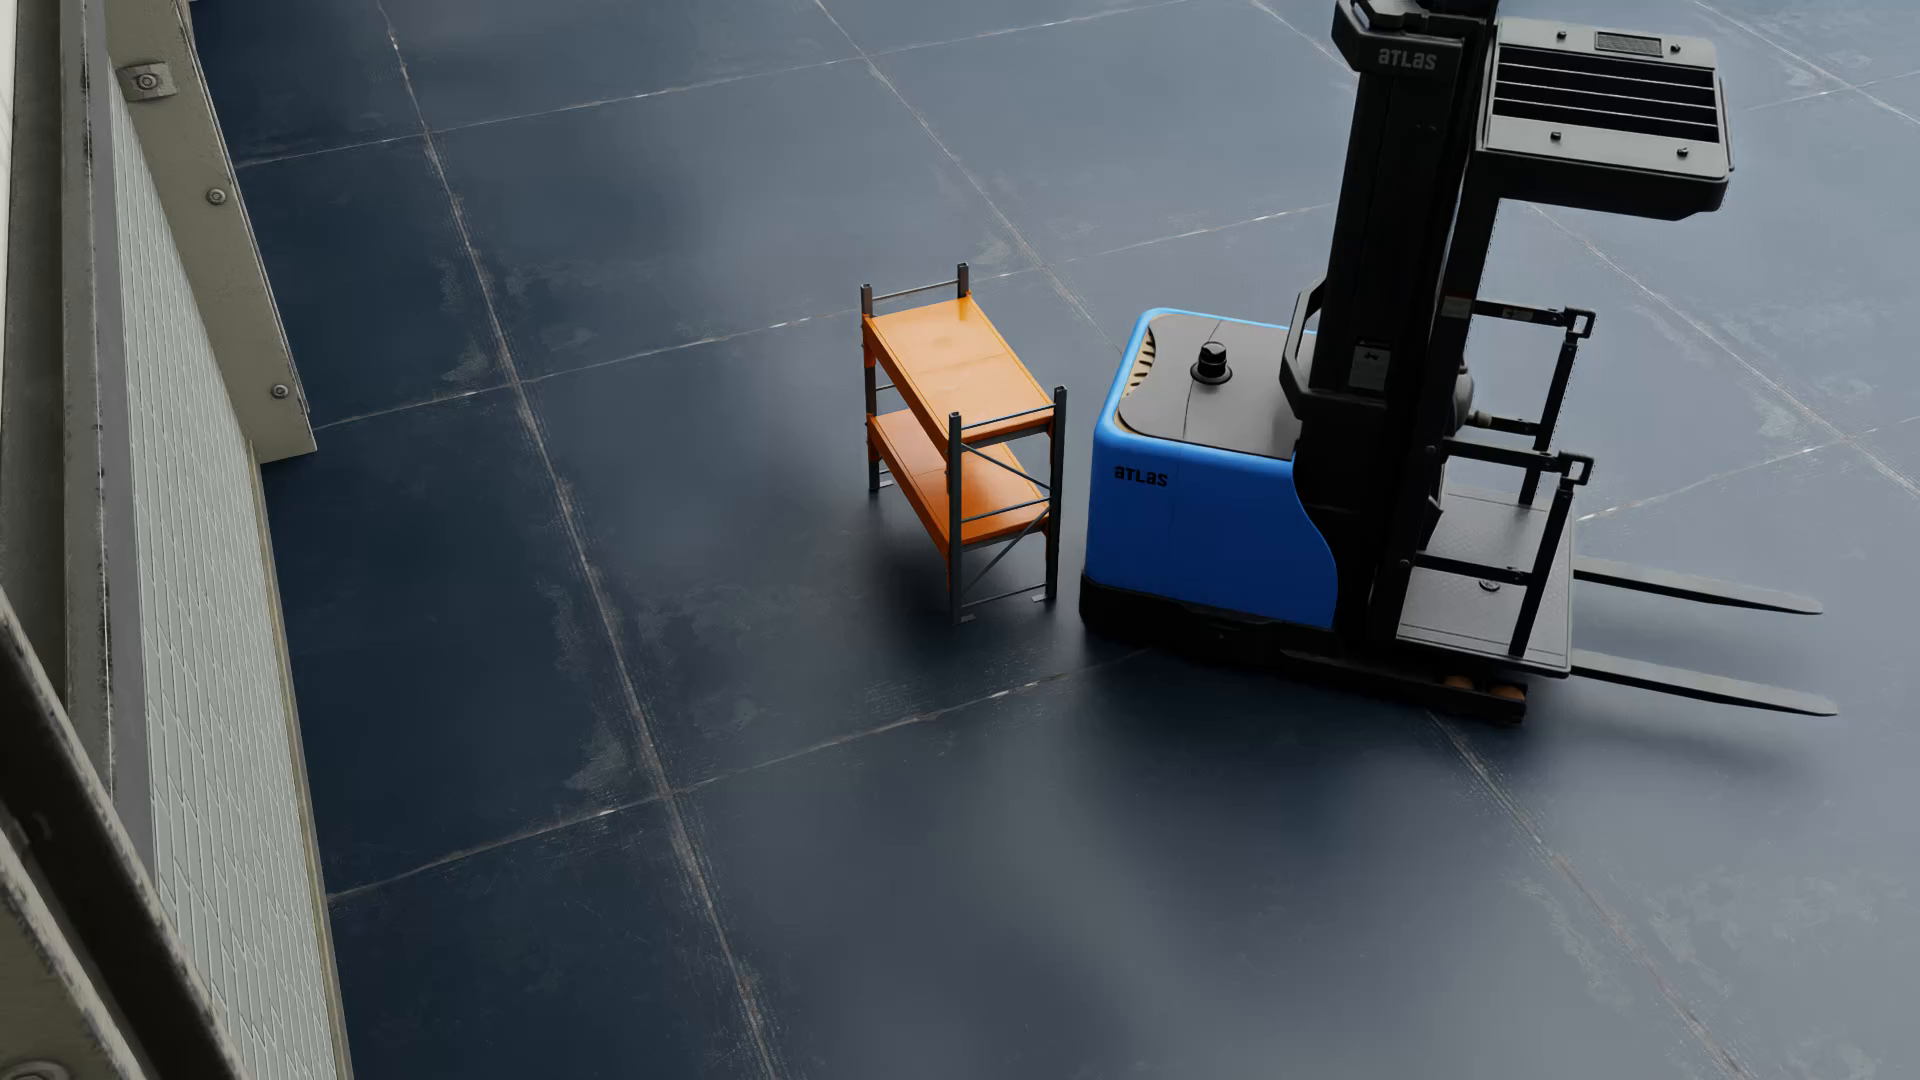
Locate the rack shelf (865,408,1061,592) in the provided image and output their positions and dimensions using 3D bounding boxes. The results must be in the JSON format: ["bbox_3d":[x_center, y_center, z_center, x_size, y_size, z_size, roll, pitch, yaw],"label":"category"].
[{"bbox_3d":[-0.003,-0.245,7.466,0.538,0.278,1.000,-15,43,-17],"label":"rack shelf"}]

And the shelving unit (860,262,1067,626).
[{"bbox_3d":[-0.003,-0.431,7.307,0.538,1.125,1.048,-15,43,-17],"label":"shelving unit"}]

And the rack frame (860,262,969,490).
[{"bbox_3d":[-0.197,-0.737,7.663,0.500,1.125,0.032,-15,43,-17],"label":"rack frame"}]

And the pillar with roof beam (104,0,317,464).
[{"bbox_3d":[0.597,-5.005,6.588,9.100,9.000,0.400,-15,43,-17],"label":"pillar with roof beam"}]

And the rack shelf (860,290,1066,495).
[{"bbox_3d":[-0.003,-0.652,7.116,0.538,0.278,1.000,-15,43,-17],"label":"rack shelf"}]

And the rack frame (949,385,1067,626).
[{"bbox_3d":[0.192,-0.124,6.950,0.500,1.125,0.032,-15,43,-17],"label":"rack frame"}]

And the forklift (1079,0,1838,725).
[{"bbox_3d":[2.090,-0.746,6.288,3.031,2.935,1.130,11,42,12],"label":"forklift"}]
